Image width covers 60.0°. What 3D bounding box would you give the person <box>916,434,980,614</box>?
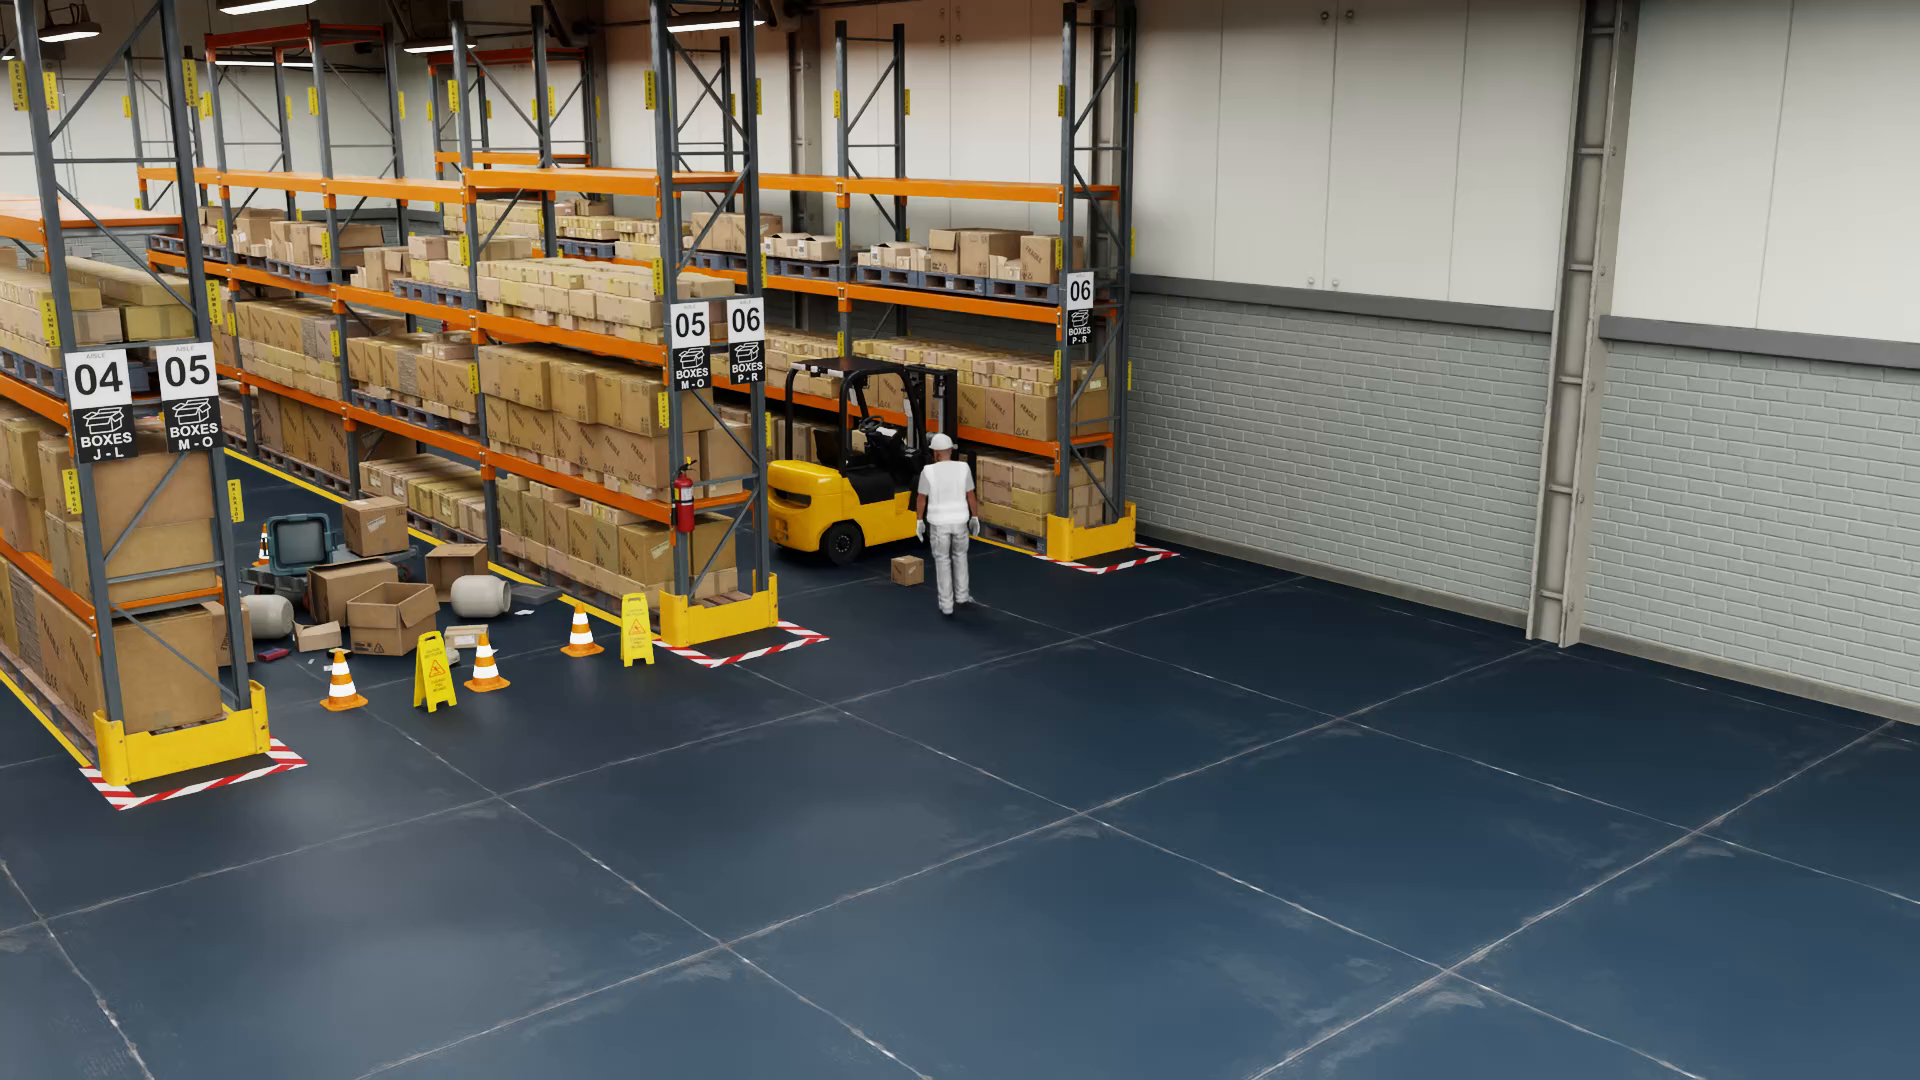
[{"bbox_3d":[-0.127,-0.168,16.668,0.638,1.797,0.670,-3,14,-12],"label":"person"}]
